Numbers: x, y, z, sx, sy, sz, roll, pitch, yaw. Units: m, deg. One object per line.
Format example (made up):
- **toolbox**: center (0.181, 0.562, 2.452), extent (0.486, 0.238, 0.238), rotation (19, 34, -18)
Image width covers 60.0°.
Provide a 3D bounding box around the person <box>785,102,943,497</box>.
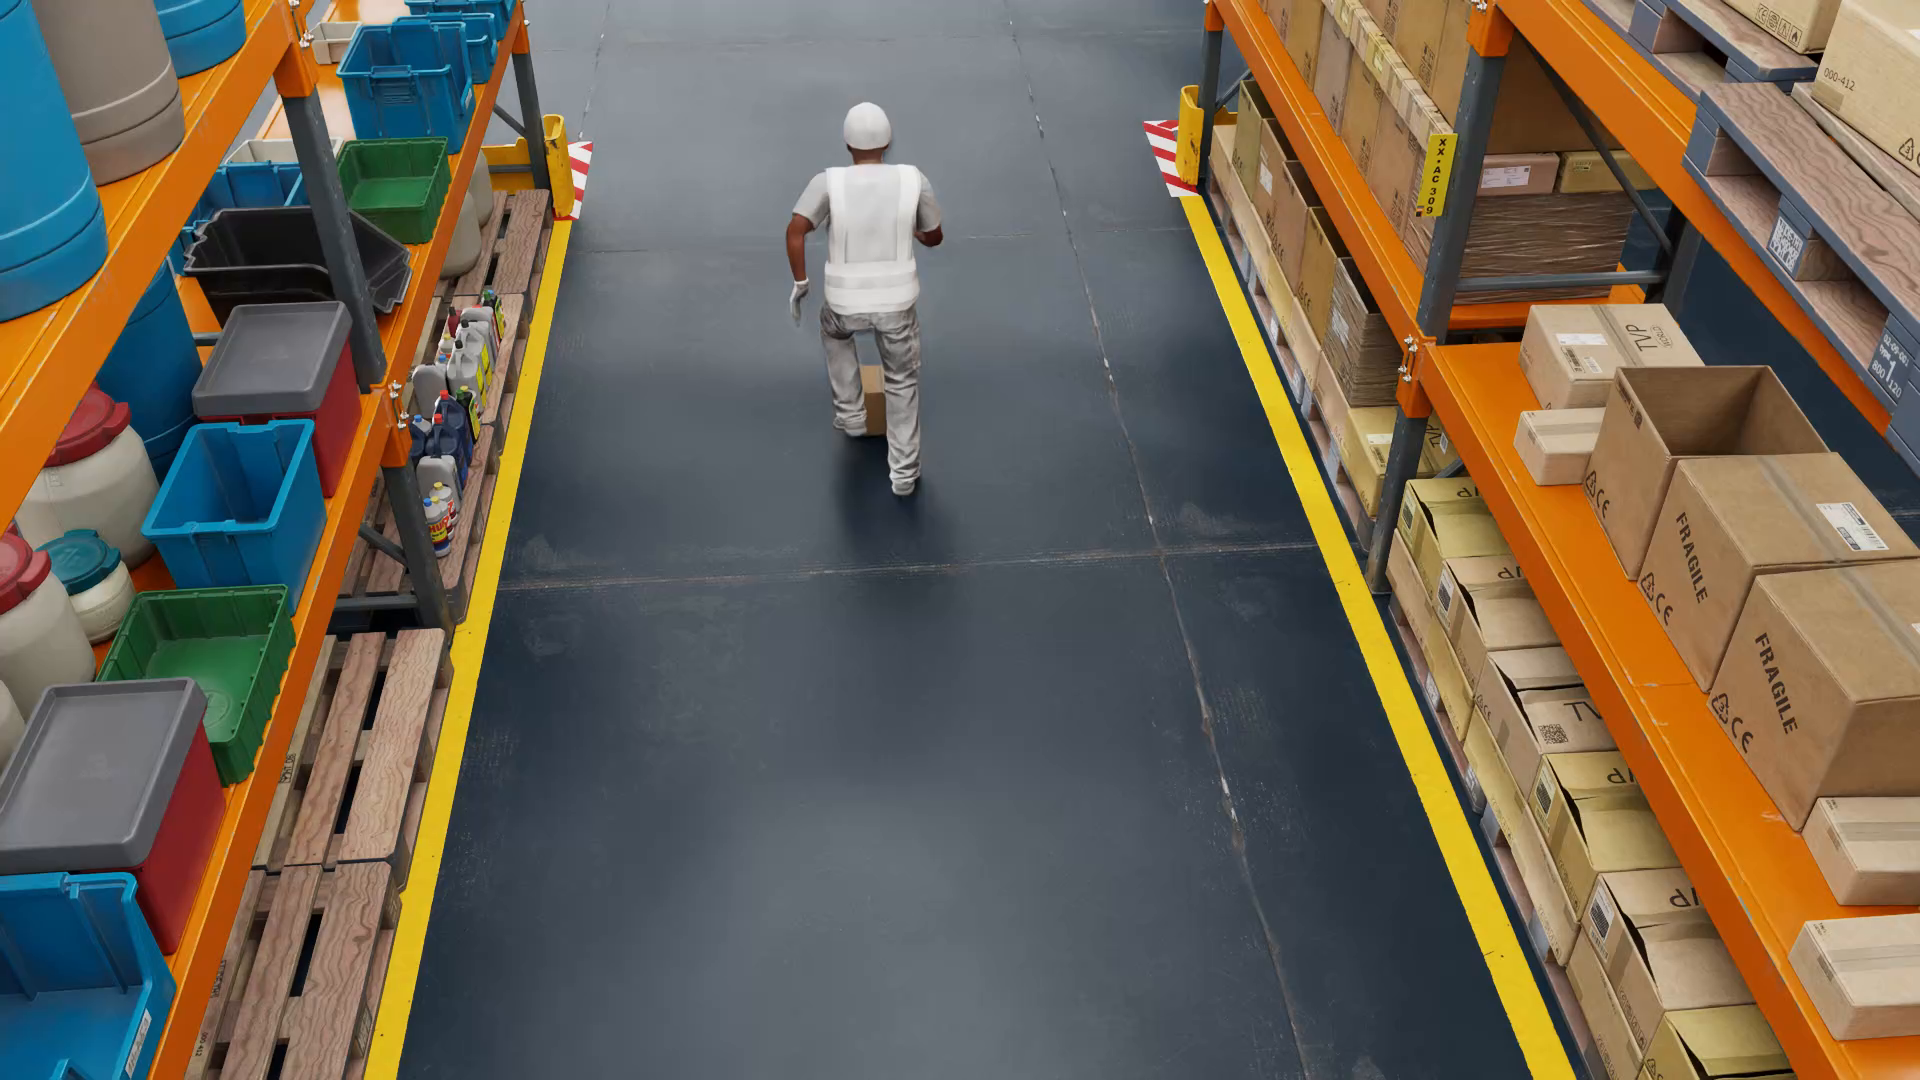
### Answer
- **person**: center (-0.418, -1.132, 7.603), extent (0.684, 1.696, 0.878), rotation (-1, 39, -1)
